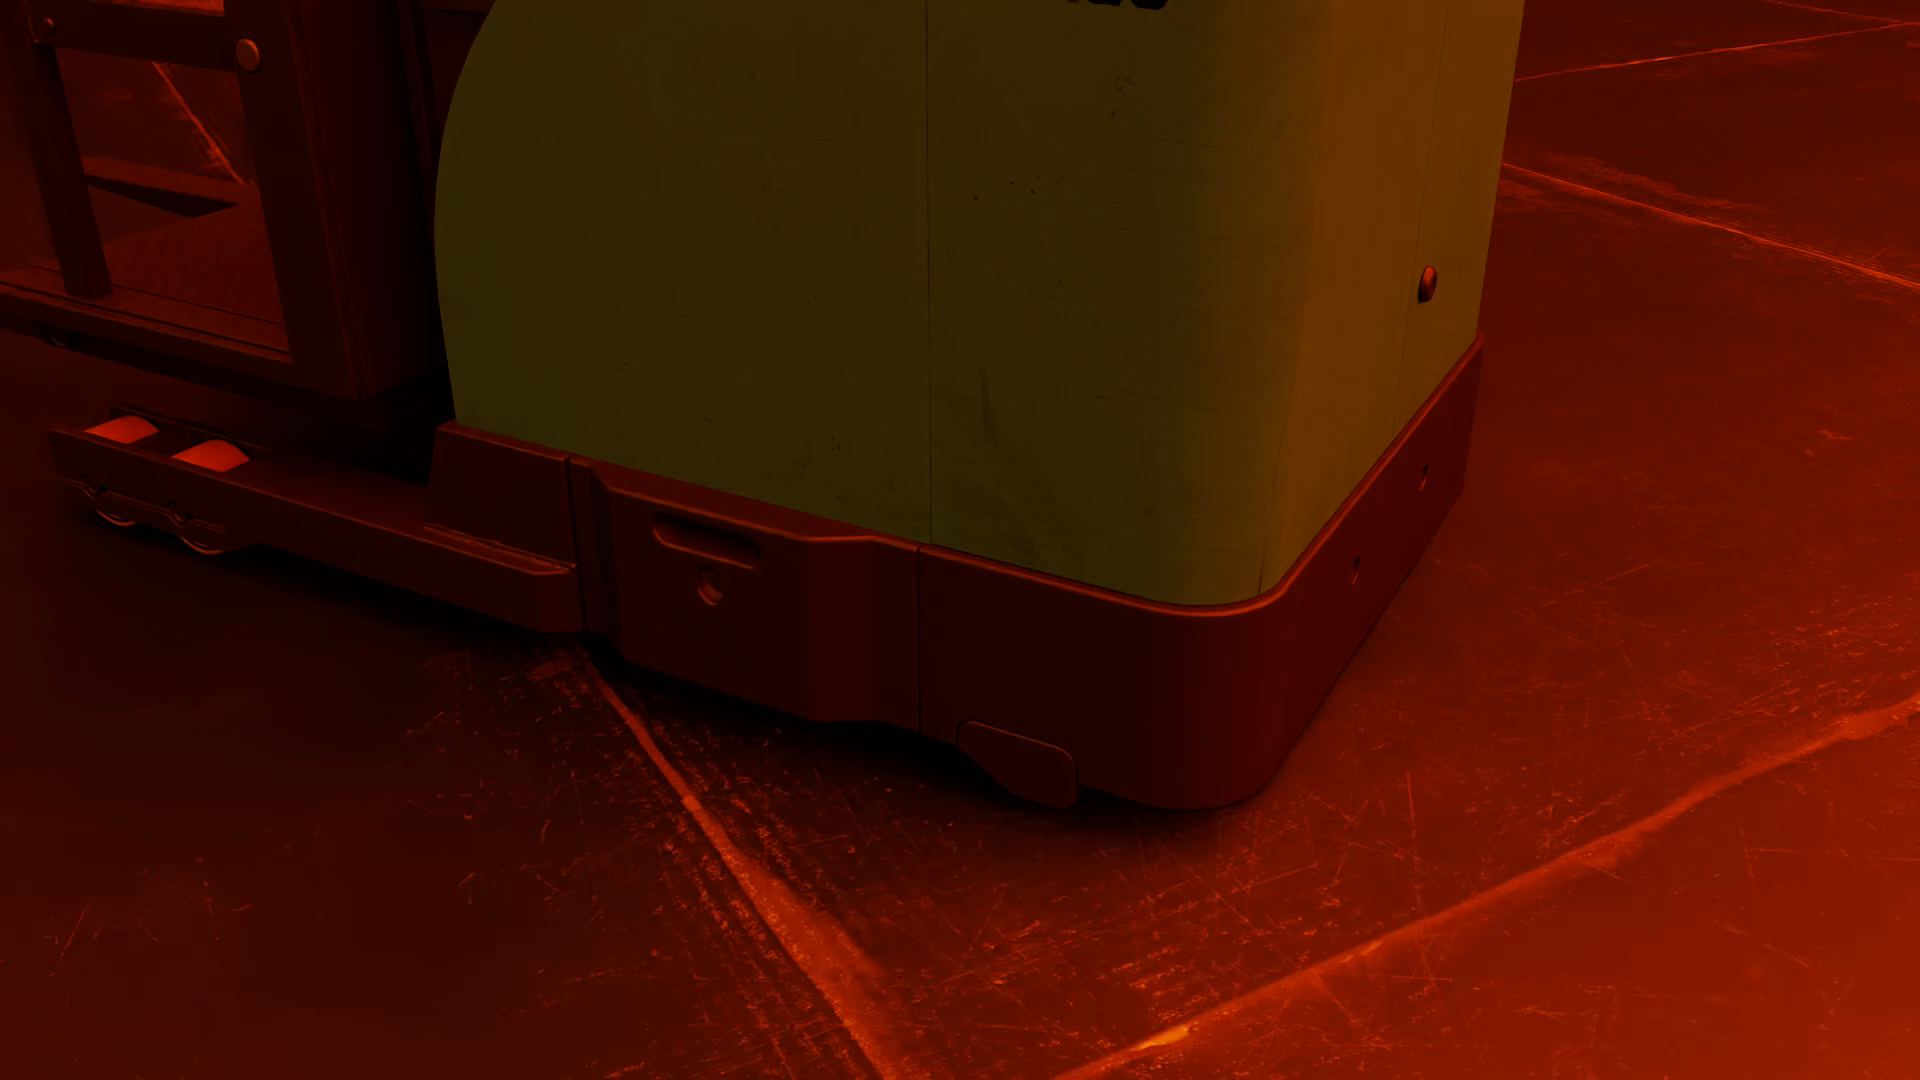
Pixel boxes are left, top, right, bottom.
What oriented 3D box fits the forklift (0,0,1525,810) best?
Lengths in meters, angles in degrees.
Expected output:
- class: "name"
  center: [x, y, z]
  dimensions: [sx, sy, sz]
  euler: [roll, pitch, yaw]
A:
- class: "forklift"
  center: [-0.784, -1.477, 2.172]
  dimensions: [3.031, 2.935, 1.130]
  euler: [14, 30, 26]
